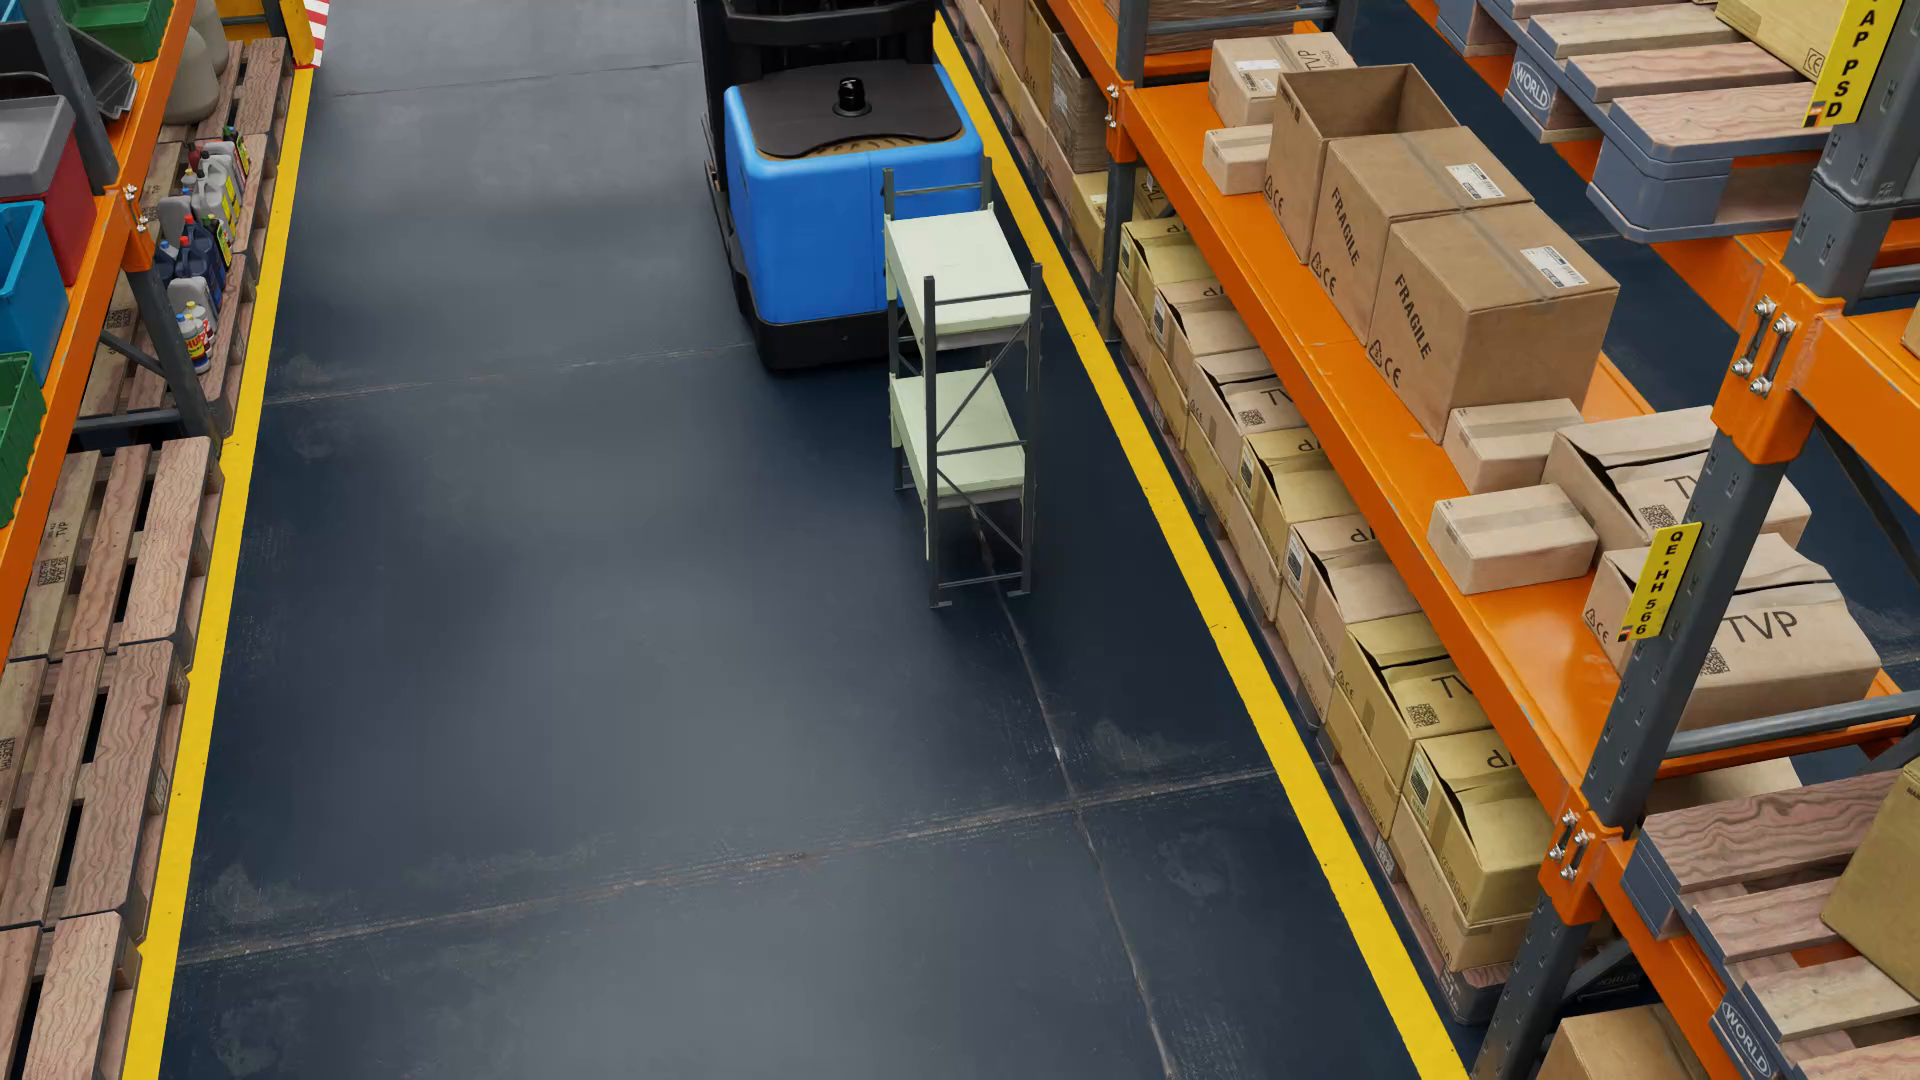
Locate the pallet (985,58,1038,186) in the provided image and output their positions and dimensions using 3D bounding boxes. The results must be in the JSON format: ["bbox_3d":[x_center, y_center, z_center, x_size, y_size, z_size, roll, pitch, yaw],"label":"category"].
[{"bbox_3d":[0.755,-2.420,9.317,1.003,0.211,1.213,-8,42,-9],"label":"pallet"}]

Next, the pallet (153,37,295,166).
[{"bbox_3d":[-4.315,-2.421,9.319,1.003,0.211,1.213,-8,42,-9],"label":"pallet"}]

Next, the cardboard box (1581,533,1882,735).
[{"bbox_3d":[1.980,0.235,4.292,0.500,0.311,0.500,-6,42,-7],"label":"cardboard box"}]

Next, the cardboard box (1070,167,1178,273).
[{"bbox_3d":[0.839,-1.547,7.988,0.500,0.250,0.500,-8,42,-9],"label":"cardboard box"}]

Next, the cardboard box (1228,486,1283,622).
[{"bbox_3d":[1.330,0.016,6.227,0.500,0.250,0.500,-8,42,-8],"label":"cardboard box"}]

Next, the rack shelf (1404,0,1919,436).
[{"bbox_3d":[1.585,-1.705,4.694,1.077,0.370,4.000,-8,42,-9],"label":"rack shelf"}]

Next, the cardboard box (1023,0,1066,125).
[{"bbox_3d":[0.631,-2.476,8.470,0.500,0.500,0.500,-8,42,-9],"label":"cardboard box"}]

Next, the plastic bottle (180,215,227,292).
[{"bbox_3d":[-3.494,-1.320,7.642,0.144,0.351,0.185,-10,43,-11],"label":"plastic bottle"}]

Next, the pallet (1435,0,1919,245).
[{"bbox_3d":[1.782,-1.034,3.538,1.213,0.211,1.003,-7,42,-7],"label":"pallet"}]

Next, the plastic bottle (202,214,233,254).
[{"bbox_3d":[-3.533,-1.451,7.902,0.097,0.201,0.097,0,42,0],"label":"plastic bottle"}]

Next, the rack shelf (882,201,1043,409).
[{"bbox_3d":[-0.001,-0.857,5.998,0.431,0.370,0.720,-8,42,-9],"label":"rack shelf"}]

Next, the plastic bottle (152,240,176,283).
[{"bbox_3d":[-3.594,-1.177,7.481,0.144,0.351,0.185,-8,42,-9],"label":"plastic bottle"}]

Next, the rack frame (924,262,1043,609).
[{"bbox_3d":[0.078,-0.328,5.990,0.400,1.500,0.023,-8,42,-9],"label":"rack frame"}]

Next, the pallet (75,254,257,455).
[{"bbox_3d":[-3.789,-0.840,7.537,1.003,0.211,1.213,-8,42,-9],"label":"pallet"}]

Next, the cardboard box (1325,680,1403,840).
[{"bbox_3d":[1.550,0.676,5.484,0.500,0.250,0.500,-9,42,-10],"label":"cardboard box"}]

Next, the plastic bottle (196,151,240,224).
[{"bbox_3d":[-3.626,-1.716,8.088,0.144,0.351,0.185,-7,42,-8],"label":"plastic bottle"}]

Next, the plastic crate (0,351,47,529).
[{"bbox_3d":[-3.033,-0.274,4.958,0.450,0.188,0.662,-8,42,-9],"label":"plastic crate"}]

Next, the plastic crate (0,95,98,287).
[{"bbox_3d":[-3.281,-1.195,5.789,0.402,0.464,0.583,-8,42,-9],"label":"plastic crate"}]

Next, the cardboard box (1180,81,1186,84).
[{"bbox_3d":[1.243,-2.226,8.188,0.500,0.500,0.500,-8,42,-9],"label":"cardboard box"}]

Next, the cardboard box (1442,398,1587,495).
[{"bbox_3d":[1.686,-0.280,4.996,0.380,0.149,0.250,-5,42,-6],"label":"cardboard box"}]

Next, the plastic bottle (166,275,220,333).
[{"bbox_3d":[-3.422,-1.062,7.407,0.152,0.276,0.135,-7,42,-8],"label":"plastic bottle"}]

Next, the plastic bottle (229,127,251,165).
[{"bbox_3d":[-3.723,-2.024,8.548,0.097,0.201,0.097,0,42,0],"label":"plastic bottle"}]

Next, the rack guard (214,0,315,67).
[{"bbox_3d":[-4.486,-3.057,9.817,1.175,0.500,0.348,-8,42,-9],"label":"rack guard"}]

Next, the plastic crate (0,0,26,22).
[{"bbox_3d":[-4.189,-2.064,6.928,0.499,0.251,0.616,-8,42,-9],"label":"plastic crate"}]

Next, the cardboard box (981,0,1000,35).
[{"bbox_3d":[0.418,-3.125,9.201,0.500,0.500,0.500,-8,42,-9],"label":"cardboard box"}]

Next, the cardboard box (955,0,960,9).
[{"bbox_3d":[0.188,-3.491,10.178,0.500,0.250,0.500,-8,42,-9],"label":"cardboard box"}]

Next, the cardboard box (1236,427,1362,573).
[{"bbox_3d":[1.332,-0.187,6.034,0.500,0.311,0.500,-7,42,-8],"label":"cardboard box"}]

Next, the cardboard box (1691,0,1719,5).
[{"bbox_3d":[1.733,-1.402,3.607,0.500,0.250,0.500,-7,42,-8],"label":"cardboard box"}]

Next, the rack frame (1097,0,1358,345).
[{"bbox_3d":[1.153,-2.149,6.911,1.000,3.000,0.127,-8,42,-9],"label":"rack frame"}]

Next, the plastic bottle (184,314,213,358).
[{"bbox_3d":[-3.347,-0.895,7.275,0.097,0.201,0.097,0,42,0],"label":"plastic bottle"}]

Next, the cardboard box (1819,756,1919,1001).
[{"bbox_3d":[2.262,0.642,3.376,0.700,0.500,0.500,-22,46,-23],"label":"cardboard box"}]

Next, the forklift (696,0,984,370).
[{"bbox_3d":[-0.727,-2.855,7.759,1.130,2.935,3.031,-9,42,-10],"label":"forklift"}]

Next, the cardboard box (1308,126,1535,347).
[{"bbox_3d":[1.525,-1.020,5.564,0.500,0.500,0.500,-8,42,-9],"label":"cardboard box"}]

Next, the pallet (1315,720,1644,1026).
[{"bbox_3d":[1.877,0.948,5.523,1.003,0.211,1.213,-8,42,-9],"label":"pallet"}]

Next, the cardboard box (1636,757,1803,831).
[{"bbox_3d":[2.190,0.724,5.007,0.500,0.311,0.500,-7,42,-8],"label":"cardboard box"}]

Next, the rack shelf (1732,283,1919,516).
[{"bbox_3d":[2.448,0.888,1.773,1.077,0.370,4.000,-8,42,-9],"label":"rack shelf"}]

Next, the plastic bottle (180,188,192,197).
[{"bbox_3d":[-3.735,-1.615,8.086,0.097,0.201,0.097,0,42,0],"label":"plastic bottle"}]

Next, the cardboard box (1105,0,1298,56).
[{"bbox_3d":[1.051,-2.473,7.201,0.700,0.500,0.500,-9,42,-10],"label":"cardboard box"}]

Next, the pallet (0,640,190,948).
[{"bbox_3d":[-3.210,0.897,5.580,1.003,0.211,1.213,-8,42,-9],"label":"pallet"}]

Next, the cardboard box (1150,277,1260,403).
[{"bbox_3d":[1.102,-0.858,6.790,0.500,0.311,0.500,-9,42,-10],"label":"cardboard box"}]

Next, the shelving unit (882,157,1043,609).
[{"bbox_3d":[-0.001,-0.565,6.257,0.431,1.500,0.755,-8,42,-9],"label":"shelving unit"}]

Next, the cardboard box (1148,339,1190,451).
[{"bbox_3d":[1.107,-0.649,6.976,0.500,0.250,0.500,-7,42,-8],"label":"cardboard box"}]

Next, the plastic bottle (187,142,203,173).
[{"bbox_3d":[-3.800,-1.872,8.314,0.061,0.283,0.133,-8,42,-9],"label":"plastic bottle"}]

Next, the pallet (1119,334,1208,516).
[{"bbox_3d":[1.350,-0.634,7.305,1.003,0.211,1.213,-8,42,-9],"label":"pallet"}]

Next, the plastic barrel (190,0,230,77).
[{"bbox_3d":[-4.331,-2.845,9.253,0.421,0.512,0.421,0,42,0],"label":"plastic barrel"}]

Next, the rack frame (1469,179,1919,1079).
[{"bbox_3d":[2.016,0.444,3.990,1.000,3.000,0.127,-8,42,-9],"label":"rack frame"}]

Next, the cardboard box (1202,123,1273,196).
[{"bbox_3d":[1.144,-1.451,6.314,0.380,0.149,0.250,-8,42,-9],"label":"cardboard box"}]

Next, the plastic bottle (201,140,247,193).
[{"bbox_3d":[-3.696,-1.885,8.334,0.152,0.276,0.135,-8,42,-9],"label":"plastic bottle"}]

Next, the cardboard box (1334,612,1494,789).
[{"bbox_3d":[1.544,0.466,5.298,0.500,0.311,0.500,-9,42,-10],"label":"cardboard box"}]

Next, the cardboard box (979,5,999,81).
[{"bbox_3d":[0.407,-2.843,9.448,0.500,0.250,0.500,-8,42,-9],"label":"cardboard box"}]

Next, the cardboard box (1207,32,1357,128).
[{"bbox_3d":[1.302,-1.780,6.608,0.500,0.250,0.500,-6,42,-7],"label":"cardboard box"}]

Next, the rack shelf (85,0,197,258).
[{"bbox_3d":[-4.116,-2.469,7.813,1.077,0.370,4.000,-8,42,-9],"label":"rack shelf"}]

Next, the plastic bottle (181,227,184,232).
[{"bbox_3d":[-3.563,-1.381,7.769,0.097,0.271,0.097,0,42,0],"label":"plastic bottle"}]

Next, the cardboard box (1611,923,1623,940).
[{"bbox_3d":[2.190,0.934,5.193,0.500,0.250,0.500,-8,42,-9],"label":"cardboard box"}]

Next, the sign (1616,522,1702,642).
[{"bbox_3d":[1.475,0.093,3.514,0.100,0.325,0.005,-8,42,-9],"label":"sign"}]

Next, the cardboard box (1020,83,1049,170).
[{"bbox_3d":[0.619,-2.194,8.717,0.500,0.250,0.500,-8,42,-9],"label":"cardboard box"}]

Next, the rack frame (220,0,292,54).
[{"bbox_3d":[-4.548,-4.034,9.035,1.000,3.000,0.127,-8,42,-9],"label":"rack frame"}]
